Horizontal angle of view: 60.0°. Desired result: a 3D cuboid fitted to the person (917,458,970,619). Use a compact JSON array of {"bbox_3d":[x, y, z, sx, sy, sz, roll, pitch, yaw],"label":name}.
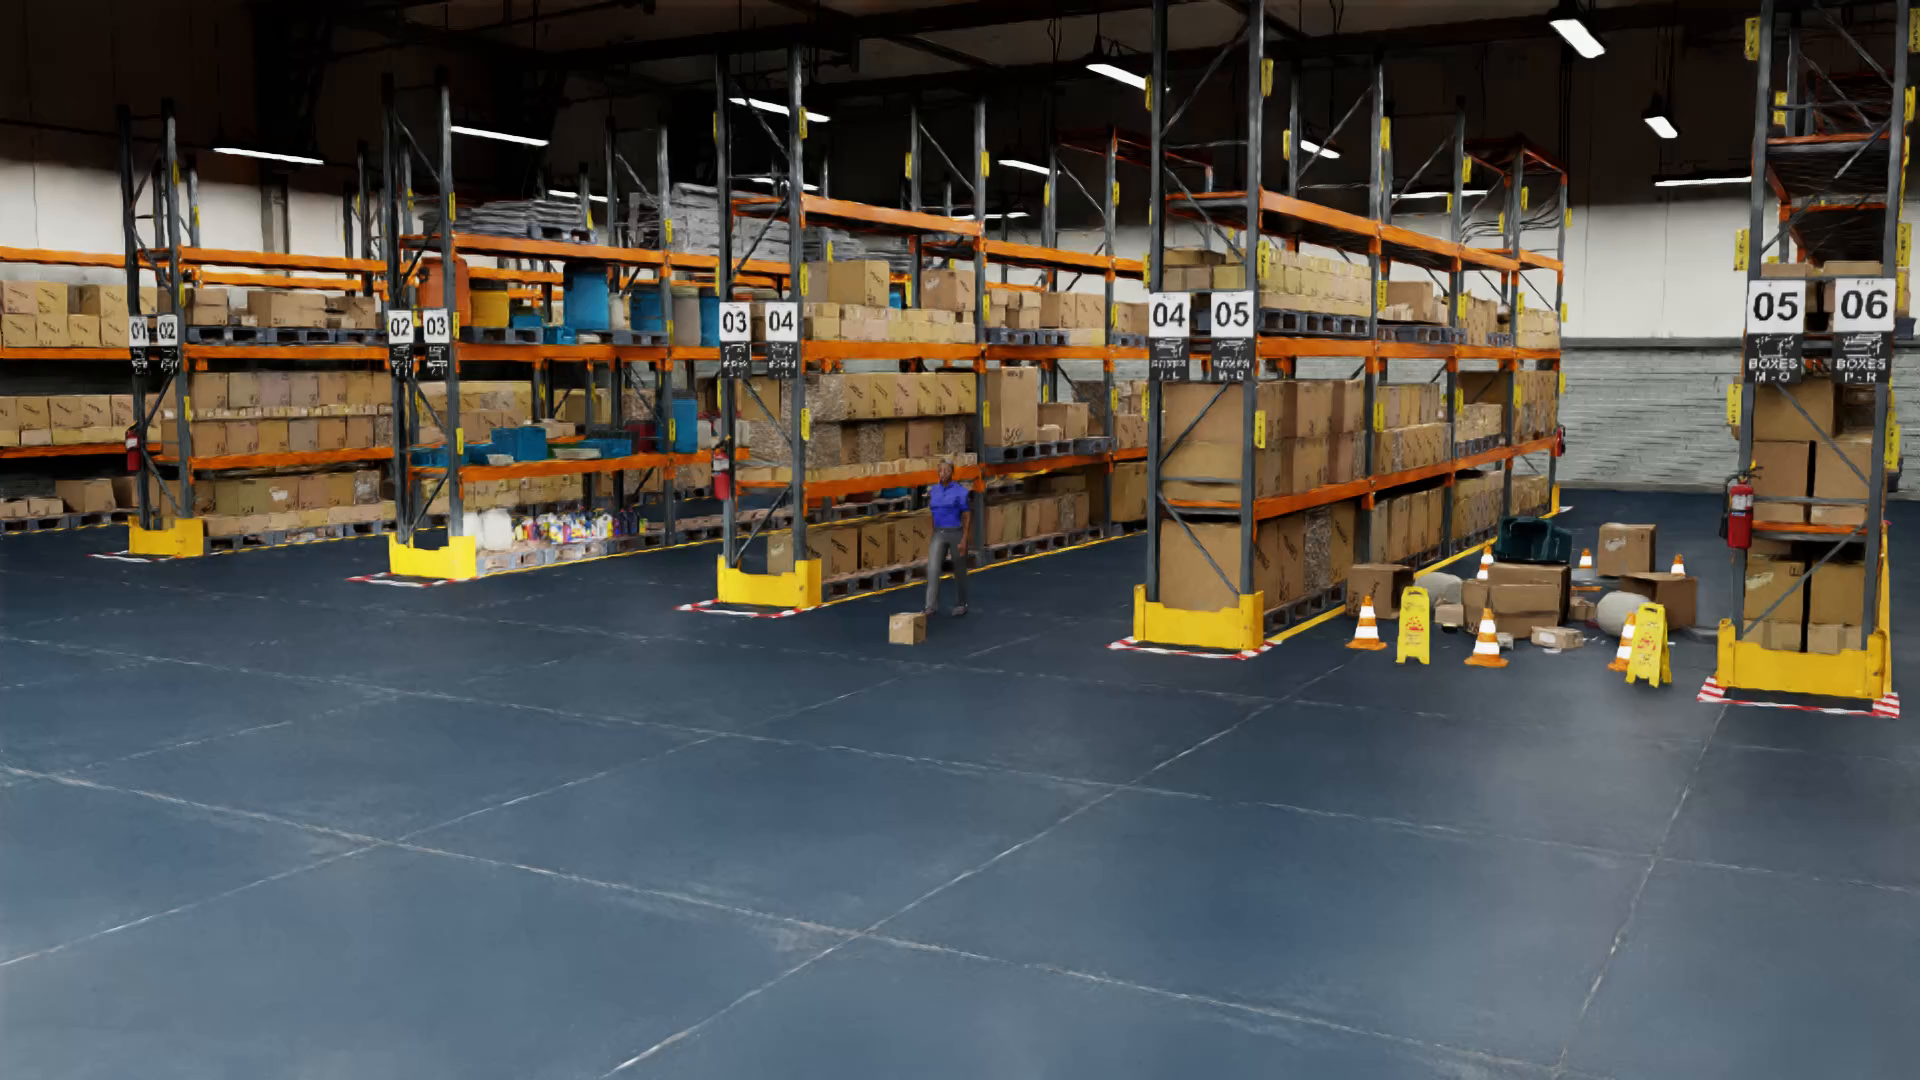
[{"bbox_3d":[-0.121,-0.017,16.537,0.468,1.597,0.928,2,6,20],"label":"person"}]
